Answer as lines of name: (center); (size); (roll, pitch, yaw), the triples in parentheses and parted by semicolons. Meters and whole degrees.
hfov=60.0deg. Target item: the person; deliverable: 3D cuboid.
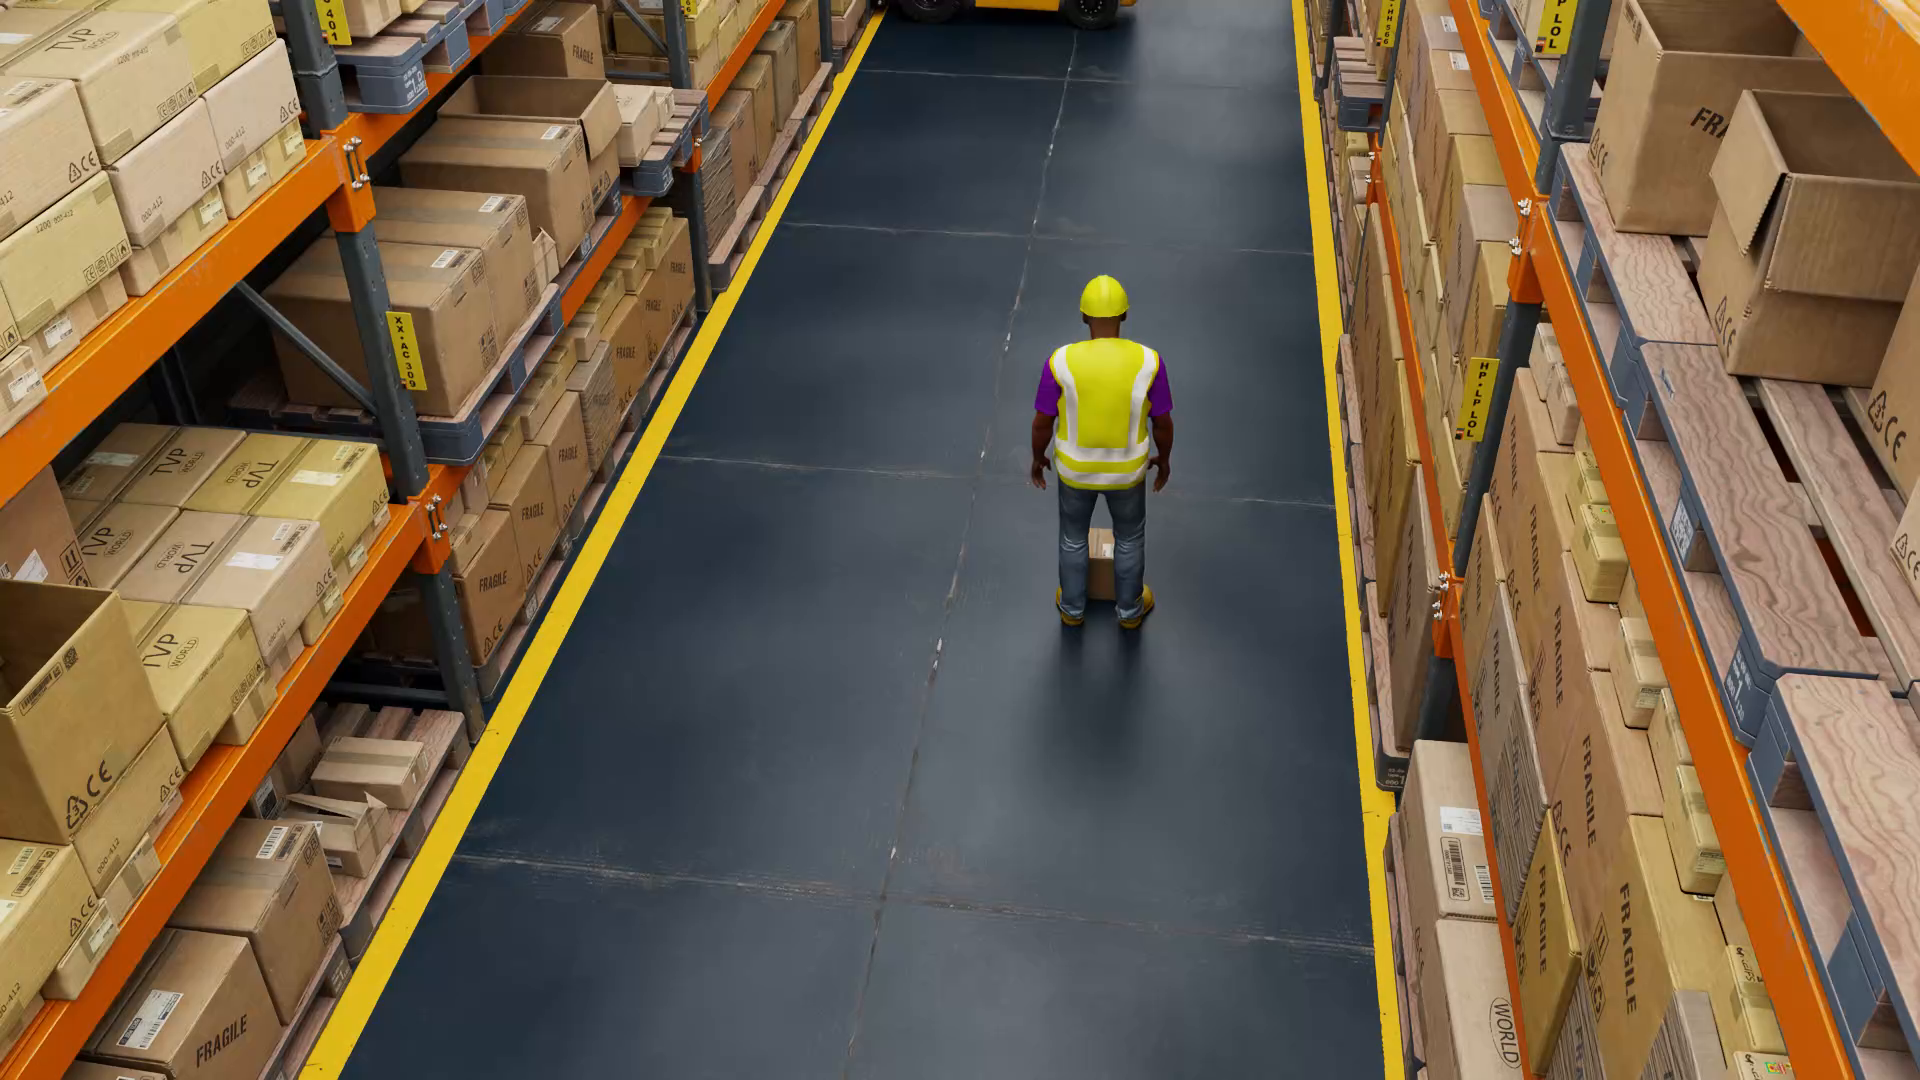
person: (0.638, -0.364, 7.527); (0.635, 1.760, 0.458); (2, 36, 3)
